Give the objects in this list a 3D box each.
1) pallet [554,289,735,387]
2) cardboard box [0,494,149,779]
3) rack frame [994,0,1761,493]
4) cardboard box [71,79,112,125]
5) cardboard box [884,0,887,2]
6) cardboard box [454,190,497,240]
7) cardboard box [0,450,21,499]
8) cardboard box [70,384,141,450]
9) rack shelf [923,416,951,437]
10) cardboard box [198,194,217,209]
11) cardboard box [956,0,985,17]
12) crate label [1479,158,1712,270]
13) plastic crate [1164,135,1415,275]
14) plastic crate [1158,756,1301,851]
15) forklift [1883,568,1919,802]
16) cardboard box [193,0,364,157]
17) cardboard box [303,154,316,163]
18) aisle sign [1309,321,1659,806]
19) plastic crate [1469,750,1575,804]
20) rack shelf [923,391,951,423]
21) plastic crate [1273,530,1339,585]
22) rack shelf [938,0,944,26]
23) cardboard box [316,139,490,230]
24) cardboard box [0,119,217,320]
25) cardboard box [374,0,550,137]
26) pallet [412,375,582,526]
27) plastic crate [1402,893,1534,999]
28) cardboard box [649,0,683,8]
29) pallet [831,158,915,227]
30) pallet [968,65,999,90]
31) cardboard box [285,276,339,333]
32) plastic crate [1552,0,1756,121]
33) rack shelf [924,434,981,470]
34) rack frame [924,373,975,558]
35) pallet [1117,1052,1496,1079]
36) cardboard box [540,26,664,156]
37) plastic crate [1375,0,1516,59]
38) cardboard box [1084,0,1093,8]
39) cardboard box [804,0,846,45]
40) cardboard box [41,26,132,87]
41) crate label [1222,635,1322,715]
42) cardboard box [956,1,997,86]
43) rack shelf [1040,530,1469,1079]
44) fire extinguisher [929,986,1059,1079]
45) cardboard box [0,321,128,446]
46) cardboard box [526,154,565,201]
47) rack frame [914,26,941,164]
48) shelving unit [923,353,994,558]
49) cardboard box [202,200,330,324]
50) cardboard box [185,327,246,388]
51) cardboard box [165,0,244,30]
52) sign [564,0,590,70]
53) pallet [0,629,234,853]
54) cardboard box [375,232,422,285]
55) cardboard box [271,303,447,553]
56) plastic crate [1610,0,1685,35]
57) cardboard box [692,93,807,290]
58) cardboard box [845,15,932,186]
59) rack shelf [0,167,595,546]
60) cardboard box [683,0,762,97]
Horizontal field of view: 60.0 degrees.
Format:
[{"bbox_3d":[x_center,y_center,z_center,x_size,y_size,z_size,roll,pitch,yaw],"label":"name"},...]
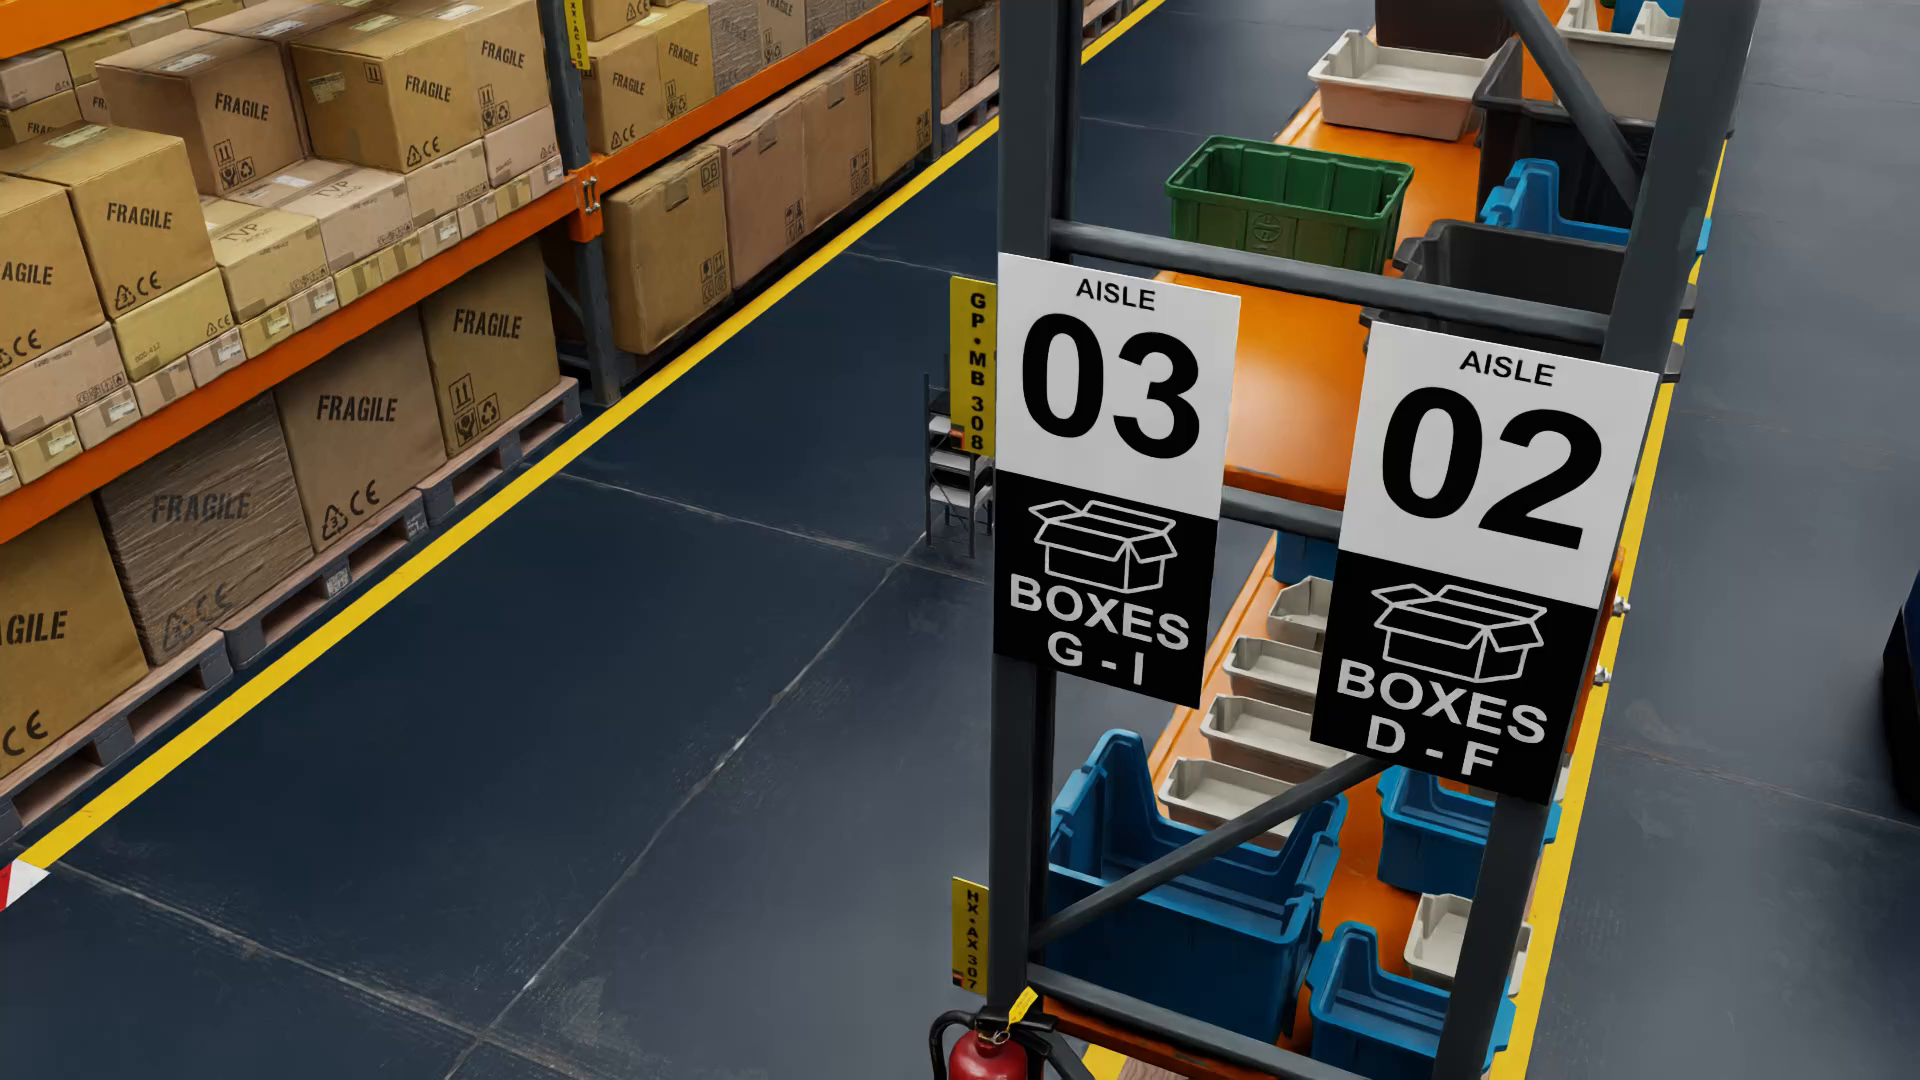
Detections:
[{"bbox_3d":[-2.034,-1.323,9.575,1.003,0.211,1.213,14,36,20],"label":"pallet"},{"bbox_3d":[-3.767,0.280,6.142,0.875,0.875,0.875,14,36,20],"label":"cardboard box"},{"bbox_3d":[0.536,-1.468,1.782,1.000,3.000,0.127,14,36,20],"label":"rack frame"},{"bbox_3d":[-5.982,-2.977,11.452,0.500,0.500,0.500,16,36,23],"label":"cardboard box"},{"bbox_3d":[-0.597,-3.819,10.748,0.500,0.500,0.500,15,36,22],"label":"cardboard box"},{"bbox_3d":[-2.334,-1.500,7.531,0.380,0.149,0.250,14,36,20],"label":"cardboard box"},{"bbox_3d":[-3.408,-0.220,5.579,0.380,0.149,0.250,14,36,20],"label":"cardboard box"},{"bbox_3d":[-3.193,-0.477,5.972,0.380,0.149,0.250,14,36,20],"label":"cardboard box"},{"bbox_3d":[-0.003,-0.495,7.417,0.258,0.077,0.200,14,36,20],"label":"rack shelf"},{"bbox_3d":[-3.361,-1.226,6.749,0.500,0.250,0.500,14,36,21],"label":"cardboard box"},{"bbox_3d":[-0.150,-4.139,12.522,0.500,0.250,0.500,18,37,26],"label":"cardboard box"},{"bbox_3d":[1.216,-0.537,3.233,0.408,0.251,0.502,14,36,20],"label":"crate label"},{"bbox_3d":[0.690,-0.682,3.512,0.450,0.188,0.336,14,36,20],"label":"plastic crate"},{"bbox_3d":[0.713,0.678,4.166,0.396,0.136,0.243,14,36,20],"label":"plastic crate"},{"bbox_3d":[5.090,-0.176,5.346,3.031,2.935,1.130,12,35,17],"label":"forklift"},{"bbox_3d":[-2.934,-2.040,7.307,0.500,0.500,0.500,14,36,20],"label":"cardboard box"},{"bbox_3d":[-2.936,-1.729,7.517,0.500,0.250,0.500,14,36,20],"label":"cardboard box"},{"bbox_3d":[0.776,0.058,2.556,0.394,0.787,0.004,14,36,20],"label":"aisle sign"},{"bbox_3d":[1.432,0.600,4.285,0.250,0.136,0.298,14,36,20],"label":"plastic crate"},{"bbox_3d":[-0.003,-0.570,7.367,0.258,0.077,0.200,14,36,20],"label":"rack shelf"},{"bbox_3d":[1.163,0.004,5.106,0.416,0.233,0.300,14,36,20],"label":"plastic crate"},{"bbox_3d":[0.221,-4.775,12.953,1.077,0.370,4.000,14,36,20],"label":"rack shelf"},{"bbox_3d":[-2.449,-1.611,7.337,0.500,0.250,0.500,15,36,22],"label":"cardboard box"},{"bbox_3d":[-3.096,-1.156,5.960,0.500,0.500,0.500,13,35,19],"label":"cardboard box"},{"bbox_3d":[-2.238,-2.173,7.510,0.500,0.500,0.500,15,36,22],"label":"cardboard box"},{"bbox_3d":[-2.678,-0.561,8.413,1.003,0.211,1.213,14,36,20],"label":"pallet"},{"bbox_3d":[1.148,0.938,3.770,0.250,0.136,0.298,14,36,20],"label":"plastic crate"},{"bbox_3d":[-1.731,-3.208,8.901,0.797,0.503,0.637,15,36,21],"label":"cardboard box"},{"bbox_3d":[-1.014,-2.538,11.429,1.003,0.211,1.213,14,36,20],"label":"pallet"},{"bbox_3d":[0.225,-3.908,13.518,1.003,0.211,1.213,14,36,20],"label":"pallet"},{"bbox_3d":[-2.764,-0.989,6.752,0.380,0.149,0.250,15,36,21],"label":"cardboard box"},{"bbox_3d":[1.744,-1.197,4.213,0.437,0.282,0.530,14,36,20],"label":"plastic crate"},{"bbox_3d":[-0.003,-0.420,7.466,0.258,0.077,0.200,14,36,20],"label":"rack shelf"},{"bbox_3d":[-0.046,-0.322,7.420,0.240,0.900,0.006,14,36,20],"label":"rack frame"},{"bbox_3d":[0.917,1.805,4.805,1.003,0.211,1.213,14,36,20],"label":"pallet"},{"bbox_3d":[-1.869,-2.301,8.433,0.500,0.500,0.500,14,36,21],"label":"cardboard box"},{"bbox_3d":[1.441,-1.595,4.831,0.497,0.269,0.590,14,36,20],"label":"plastic crate"},{"bbox_3d":[0.782,-4.910,14.381,0.700,0.500,0.500,11,35,17],"label":"cardboard box"},{"bbox_3d":[-1.025,-3.313,9.975,0.500,0.500,0.500,13,35,19],"label":"cardboard box"},{"bbox_3d":[-5.982,-3.293,11.249,0.500,0.250,0.500,15,36,22],"label":"cardboard box"},{"bbox_3d":[0.942,0.393,4.601,0.396,0.136,0.243,14,36,20],"label":"crate label"},{"bbox_3d":[-0.133,-3.836,12.743,0.700,0.500,0.500,11,35,17],"label":"cardboard box"},{"bbox_3d":[1.373,0.345,5.144,1.077,0.370,4.000,14,36,20],"label":"rack shelf"},{"bbox_3d":[0.060,1.200,3.595,0.296,0.674,0.183,14,36,20],"label":"fire extinguisher"},{"bbox_3d":[-3.305,-0.595,5.787,0.500,0.250,0.500,14,36,20],"label":"cardboard box"},{"bbox_3d":[-2.119,-1.756,7.921,0.380,0.149,0.250,14,36,21],"label":"cardboard box"},{"bbox_3d":[-0.615,-4.080,11.237,1.000,3.000,0.127,14,36,20],"label":"rack frame"},{"bbox_3d":[-0.003,-0.372,7.497,0.258,0.900,0.210,14,36,20],"label":"shelving unit"},{"bbox_3d":[-2.878,-1.105,6.566,0.500,0.250,0.500,13,36,20],"label":"cardboard box"},{"bbox_3d":[-2.978,-0.733,6.361,0.380,0.149,0.250,14,36,20],"label":"cardboard box"},{"bbox_3d":[-5.554,-3.808,12.034,0.500,0.250,0.500,15,36,22],"label":"cardboard box"},{"bbox_3d":[-1.784,-2.356,7.746,0.100,0.325,0.005,14,36,20],"label":"sign"},{"bbox_3d":[-3.699,0.654,6.560,1.003,0.211,1.213,14,36,20],"label":"pallet"},{"bbox_3d":[-2.549,-1.243,7.139,0.380,0.149,0.250,15,36,21],"label":"cardboard box"},{"bbox_3d":[-3.014,-0.616,7.509,0.875,0.875,0.875,14,36,20],"label":"cardboard box"},{"bbox_3d":[2.119,-1.609,4.886,0.416,0.233,0.300,14,36,20],"label":"plastic crate"},{"bbox_3d":[-1.666,-2.143,9.838,1.225,0.875,0.875,13,35,19],"label":"cardboard box"},{"bbox_3d":[-0.923,-3.028,11.187,1.225,0.875,0.875,13,35,18],"label":"cardboard box"},{"bbox_3d":[-3.126,-0.791,6.877,1.077,0.370,4.000,14,36,20],"label":"rack shelf"},{"bbox_3d":[-1.450,-2.801,9.195,0.500,0.500,0.500,13,36,19],"label":"cardboard box"}]
